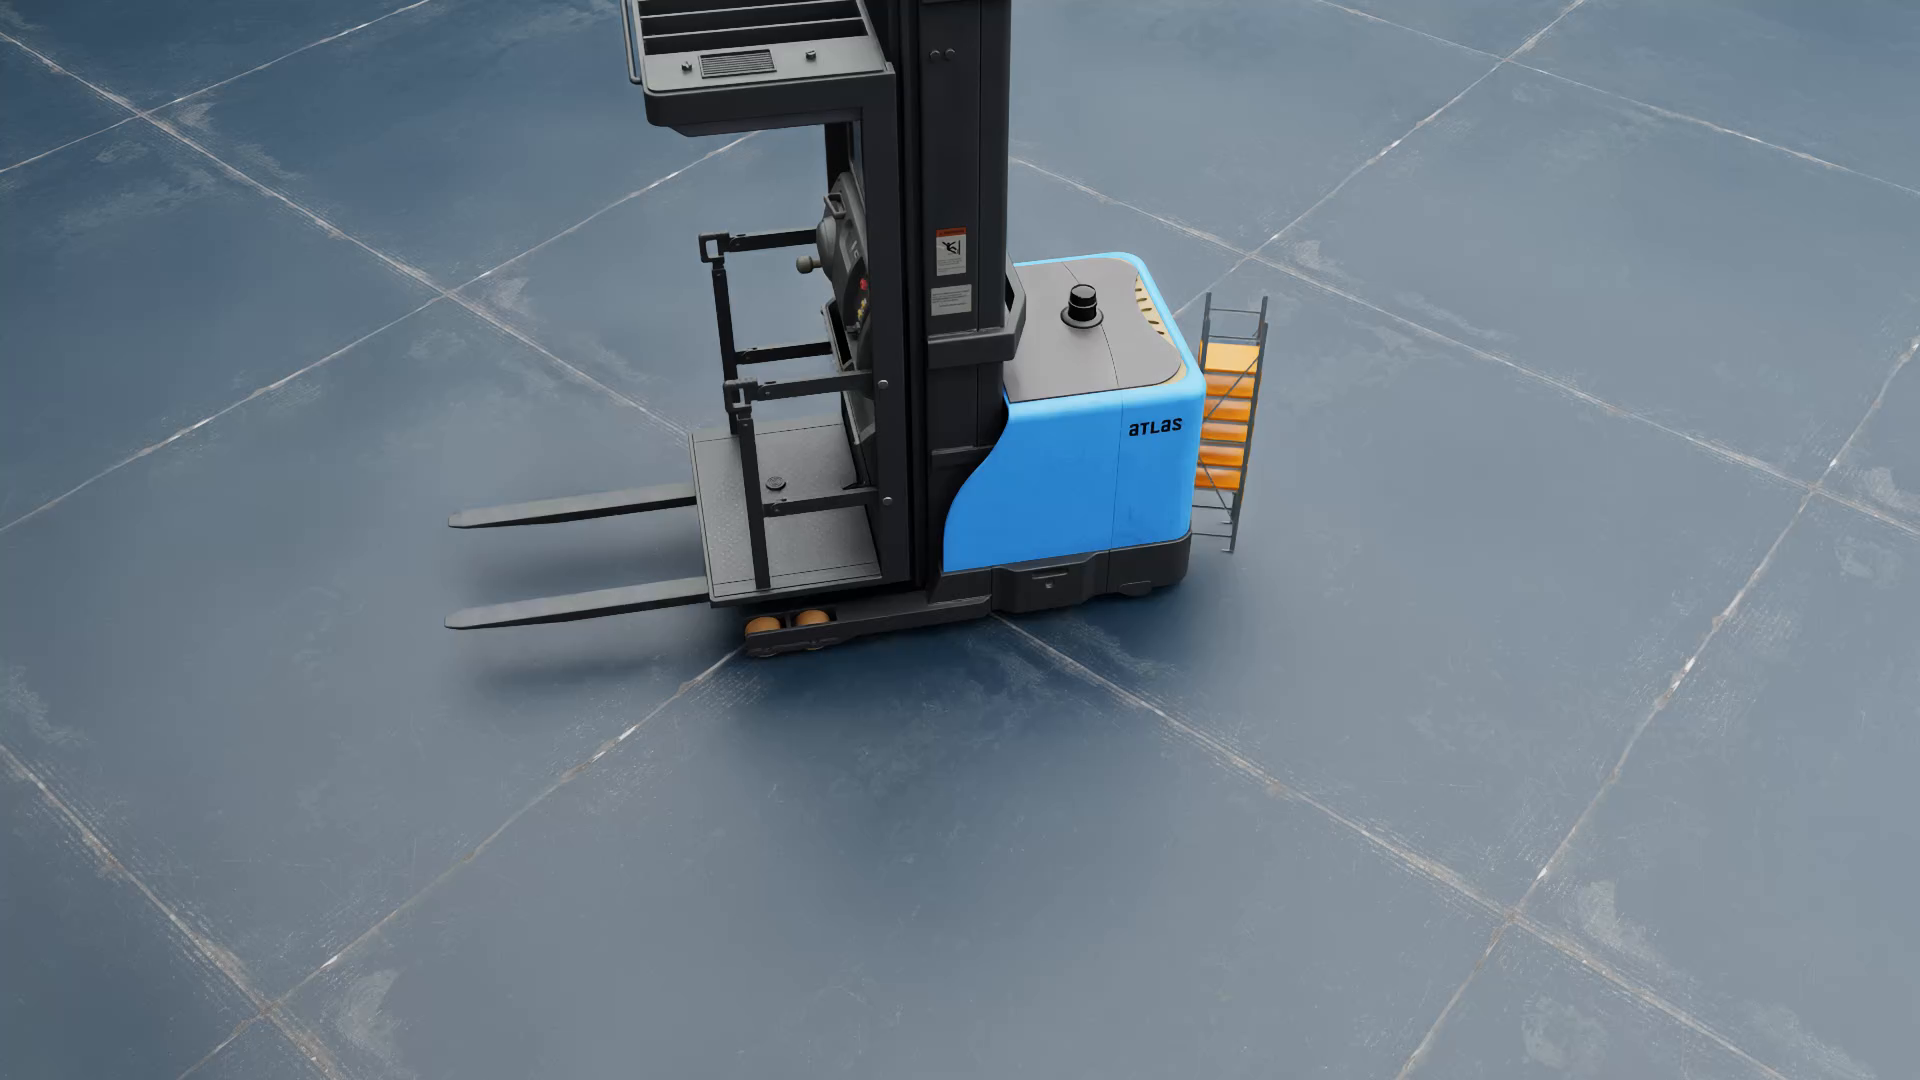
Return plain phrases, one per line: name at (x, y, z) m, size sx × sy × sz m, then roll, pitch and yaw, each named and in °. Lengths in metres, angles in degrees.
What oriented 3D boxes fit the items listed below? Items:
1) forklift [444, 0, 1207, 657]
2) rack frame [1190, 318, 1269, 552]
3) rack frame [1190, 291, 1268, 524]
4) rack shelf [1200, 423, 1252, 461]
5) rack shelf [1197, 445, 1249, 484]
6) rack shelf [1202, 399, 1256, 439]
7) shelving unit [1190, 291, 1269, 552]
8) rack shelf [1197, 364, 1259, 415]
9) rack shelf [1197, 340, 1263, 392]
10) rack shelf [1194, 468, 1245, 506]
forklift at (-0.611, -1.000, 6.172) m, size 3.031 × 2.935 × 1.130 m, roll -8°, pitch 43°, yaw -9°
rack frame at (1.066, -0.401, 6.800) m, size 0.240 × 1.200 × 0.006 m, roll 5°, pitch 43°, yaw 5°
rack frame at (1.090, -0.524, 6.933) m, size 0.240 × 1.200 × 0.006 m, roll 5°, pitch 43°, yaw 5°
rack shelf at (1.078, -0.430, 6.897) m, size 0.258 × 0.103 × 0.180 m, roll 5°, pitch 43°, yaw 5°
rack shelf at (1.078, -0.342, 6.978) m, size 0.258 × 0.103 × 0.180 m, roll 5°, pitch 43°, yaw 5°
rack shelf at (1.078, -0.518, 6.815) m, size 0.258 × 0.103 × 0.180 m, roll 5°, pitch 43°, yaw 5°
shelving unit at (1.078, -0.463, 6.867) m, size 0.258 × 1.200 × 0.189 m, roll 5°, pitch 43°, yaw 5°
rack shelf at (1.078, -0.607, 6.734) m, size 0.258 × 0.103 × 0.180 m, roll 5°, pitch 43°, yaw 5°
rack shelf at (1.078, -0.695, 6.653) m, size 0.258 × 0.103 × 0.180 m, roll 5°, pitch 43°, yaw 5°
rack shelf at (1.078, -0.253, 7.059) m, size 0.258 × 0.103 × 0.180 m, roll 5°, pitch 43°, yaw 5°
